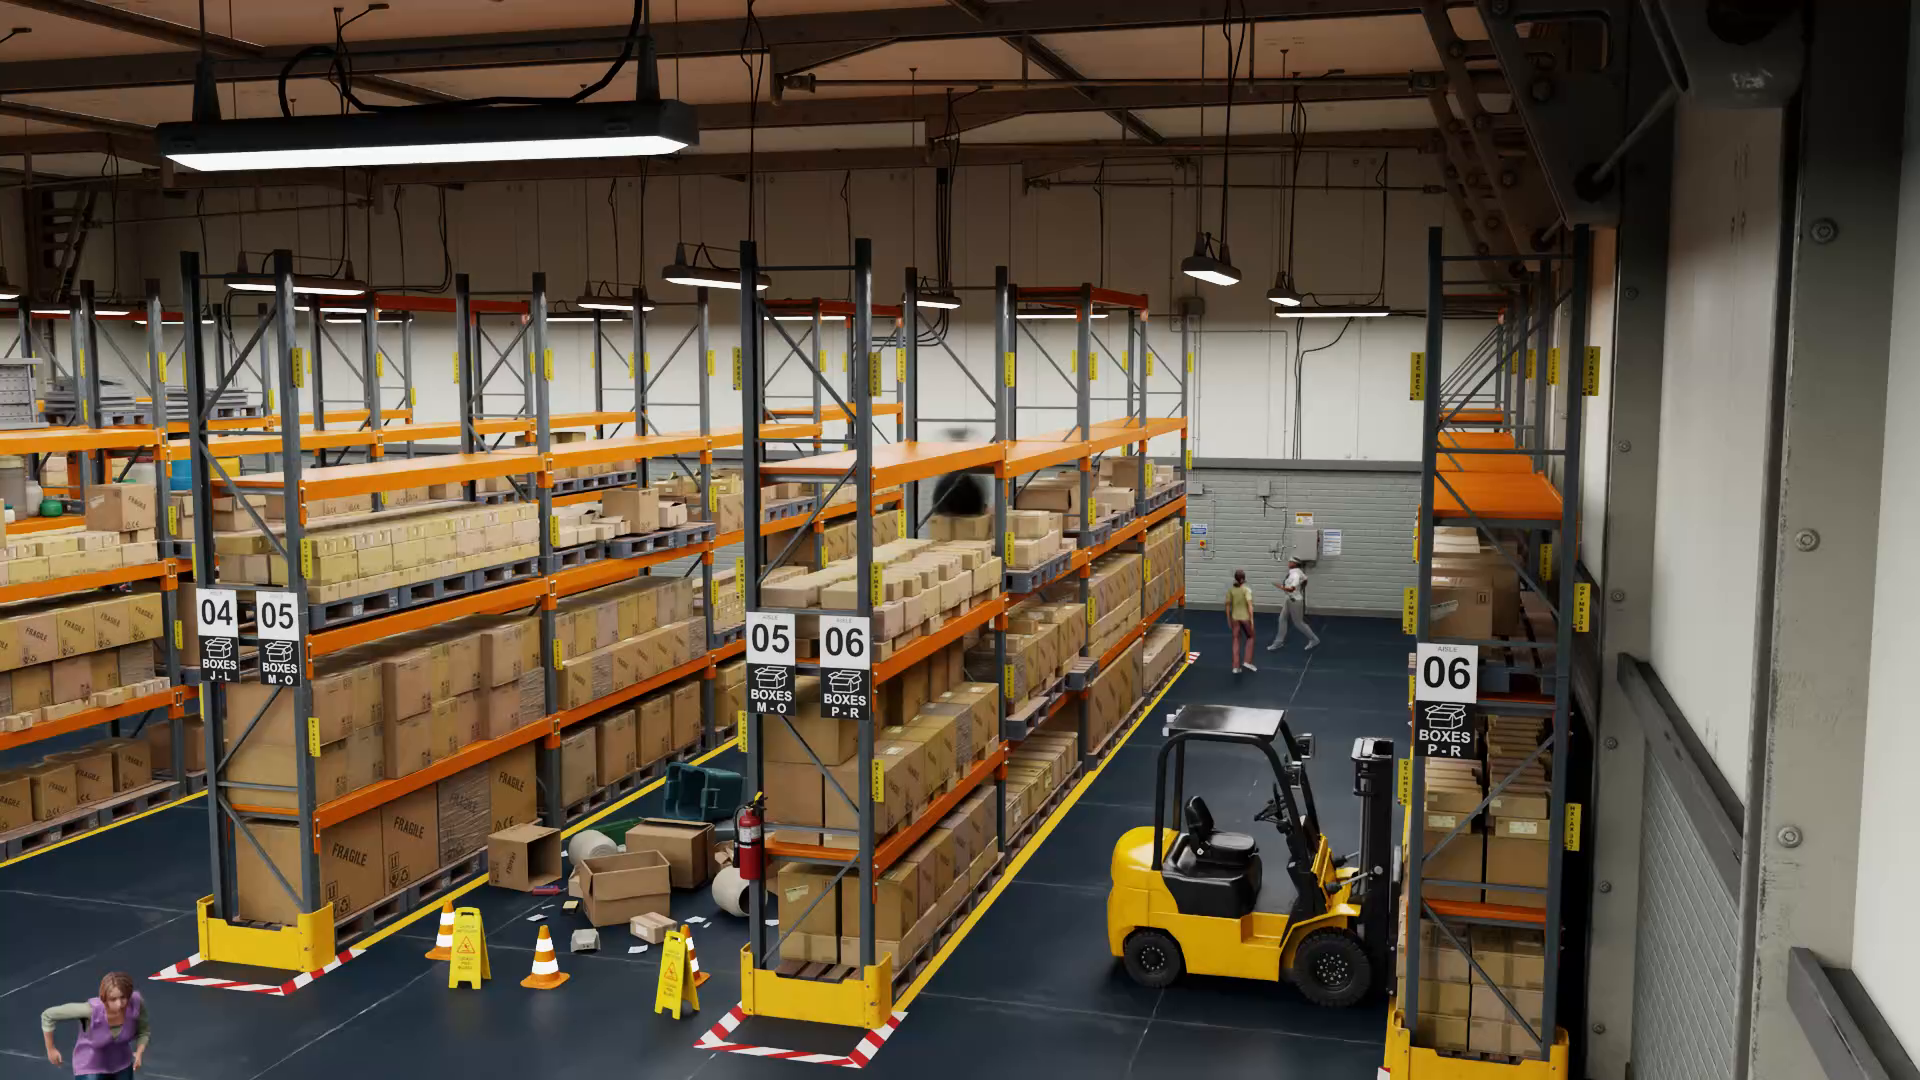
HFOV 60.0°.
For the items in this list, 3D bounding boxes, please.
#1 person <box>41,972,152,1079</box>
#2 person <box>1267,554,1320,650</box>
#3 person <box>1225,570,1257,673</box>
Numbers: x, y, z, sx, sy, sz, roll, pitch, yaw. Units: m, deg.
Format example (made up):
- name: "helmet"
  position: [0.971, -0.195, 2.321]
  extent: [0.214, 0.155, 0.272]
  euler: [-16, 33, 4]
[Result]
- name: "person"
  position: [-5.309, 3.337, 10.265]
  extent: [0.808, 1.385, 0.566]
  euler: [6, 9, 44]
- name: "person"
  position: [5.794, 1.083, 28.818]
  extent: [0.901, 1.713, 0.581]
  euler: [1, 6, 10]
- name: "person"
  position: [4.535, 1.331, 26.953]
  extent: [0.507, 1.676, 0.620]
  euler: [3, 7, 23]
